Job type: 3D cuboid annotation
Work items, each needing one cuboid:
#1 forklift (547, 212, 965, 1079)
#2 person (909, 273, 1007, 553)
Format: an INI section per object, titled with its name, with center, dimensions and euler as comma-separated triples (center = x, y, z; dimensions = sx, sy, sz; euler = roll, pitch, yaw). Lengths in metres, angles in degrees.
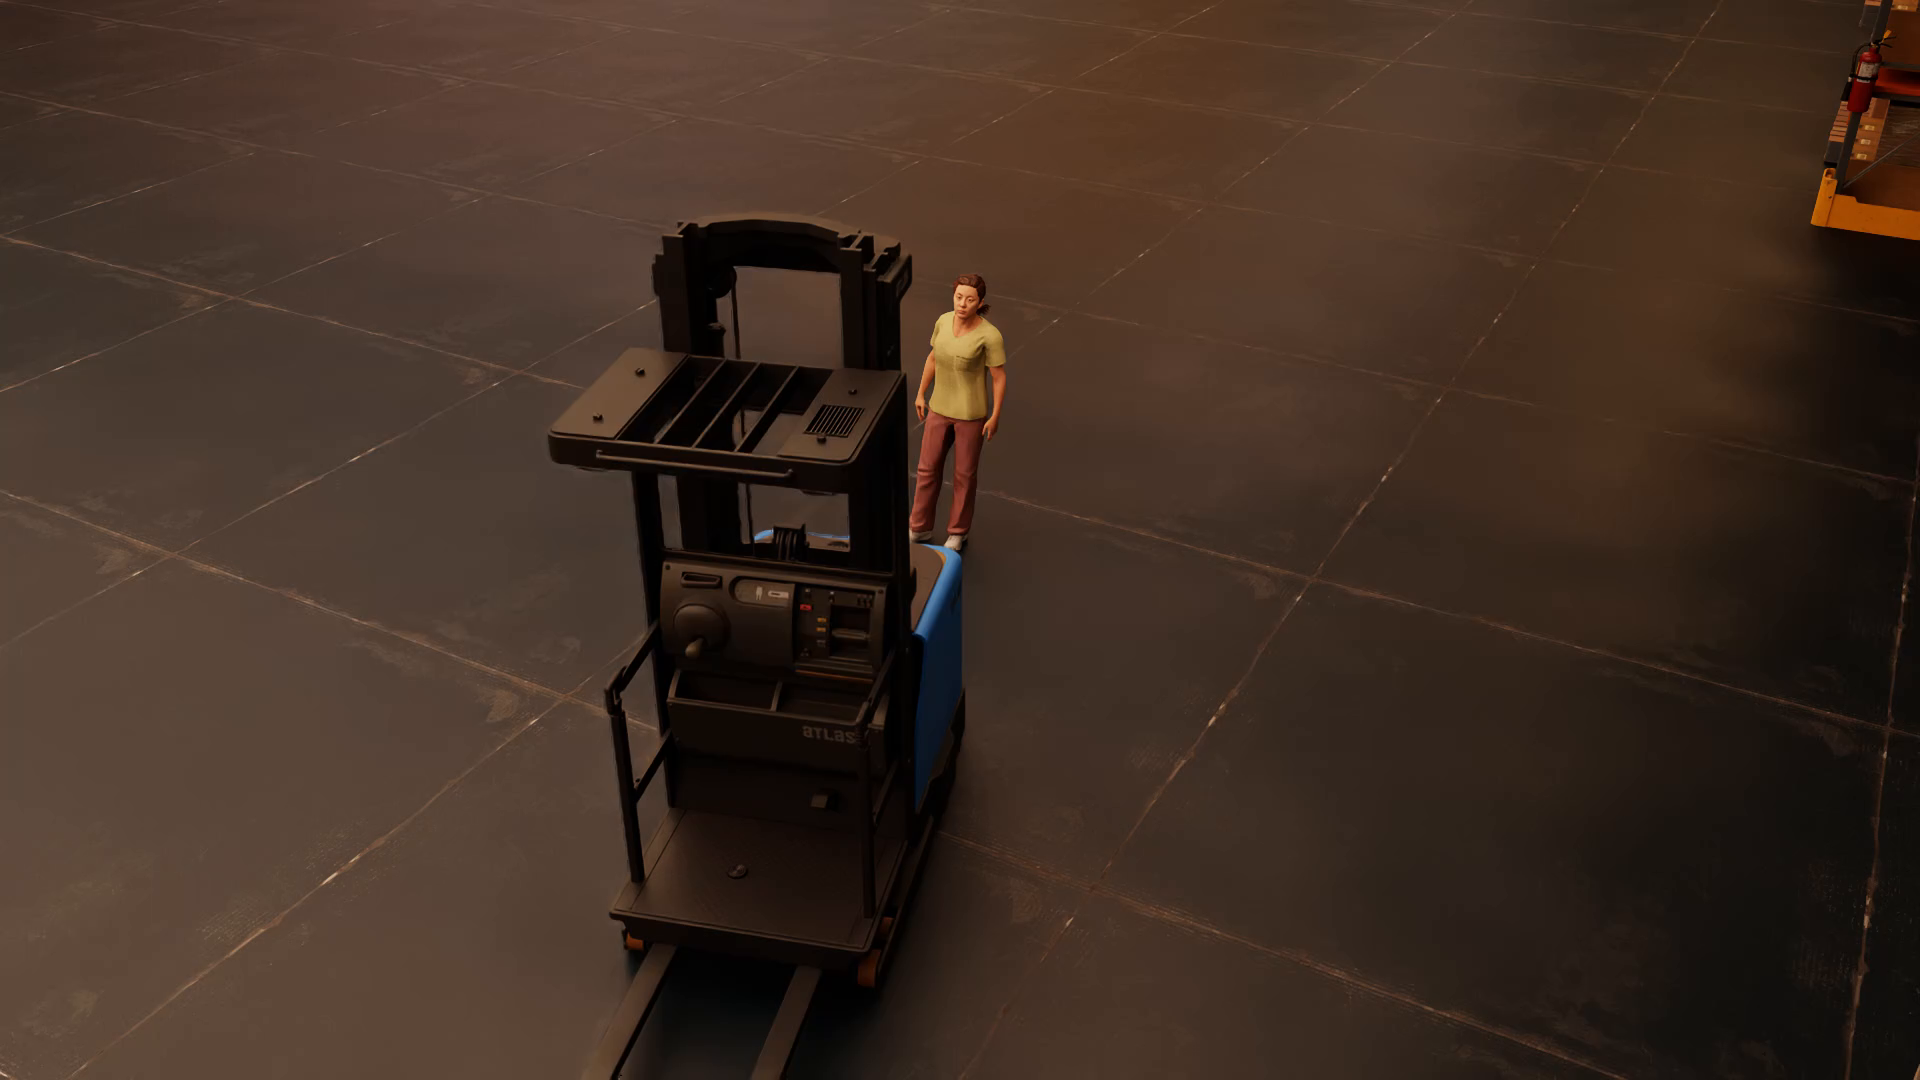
[forklift]
center = -0.790, 0.362, 6.443
dimensions = 1.130, 2.935, 3.031
euler = 6, 31, 11
[person]
center = -0.045, -0.702, 9.529
dimensions = 0.555, 1.675, 0.549
euler = 15, 33, 25
